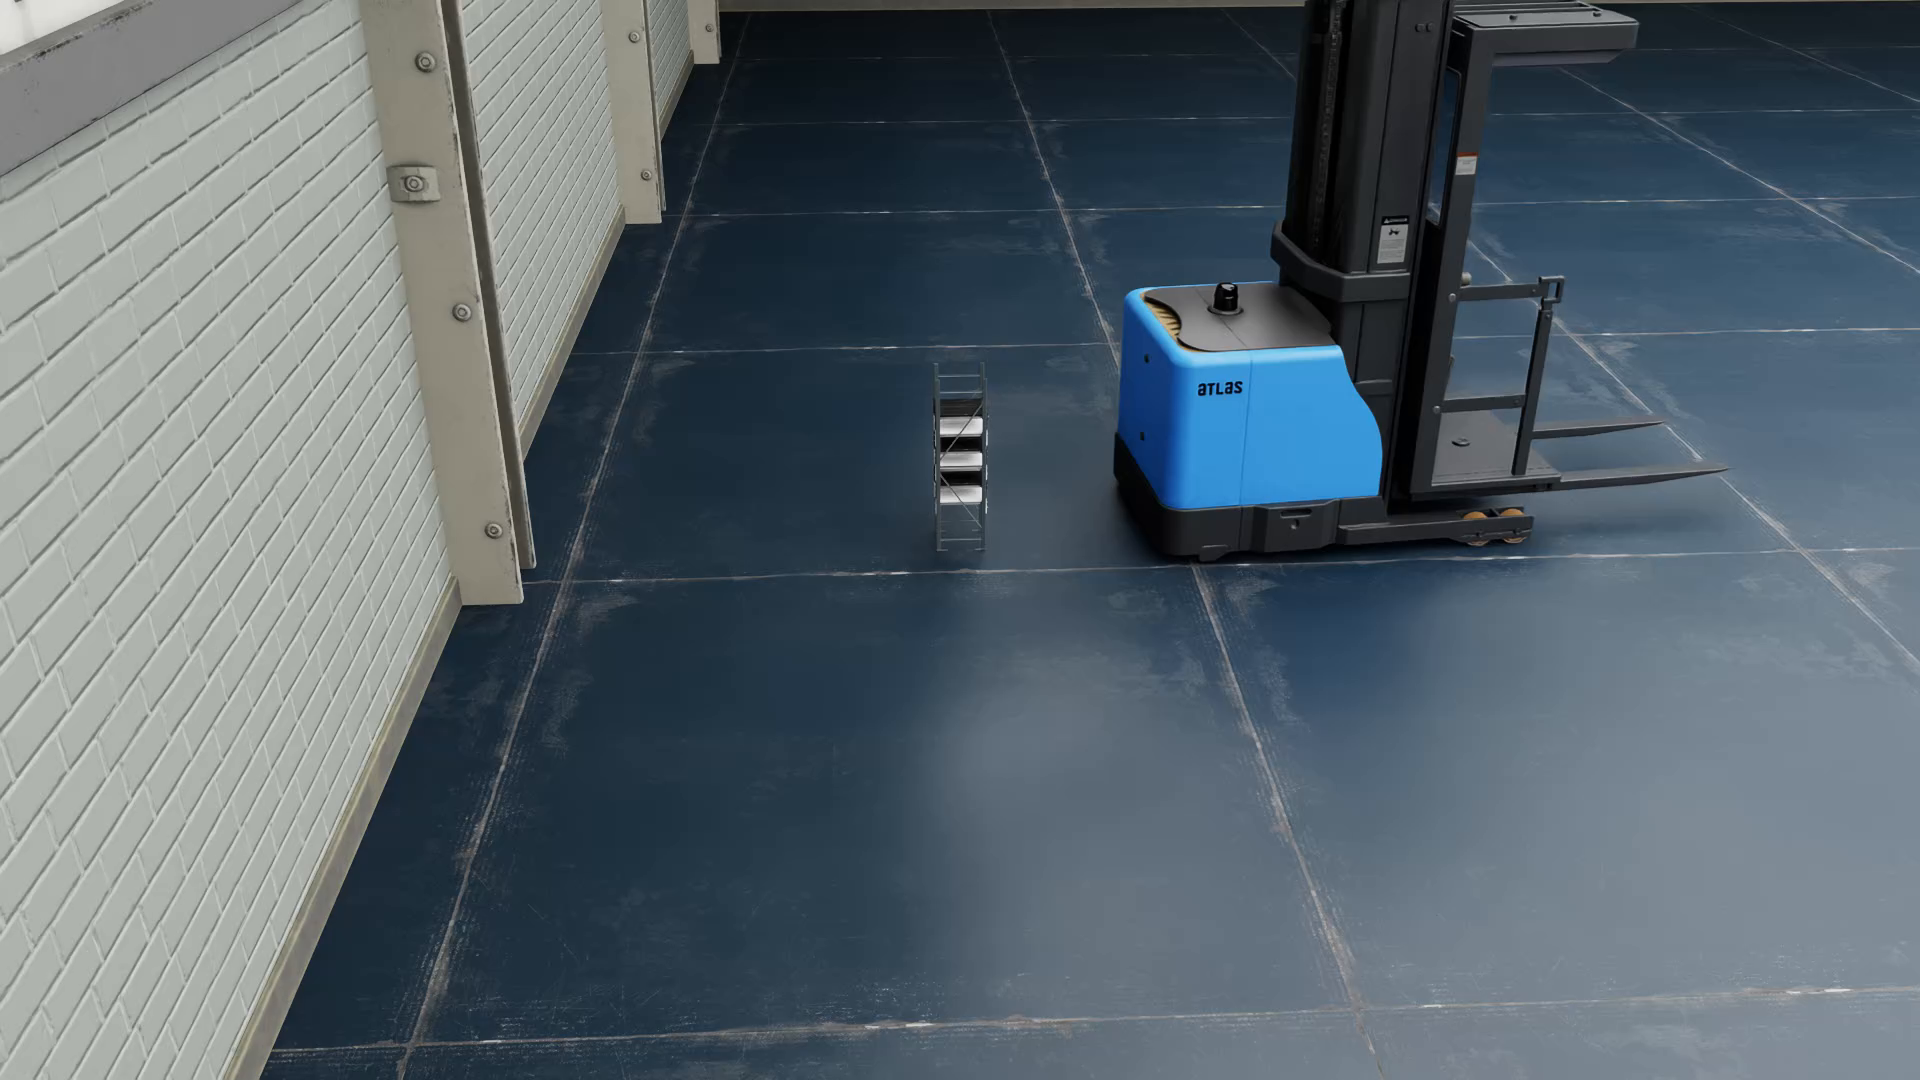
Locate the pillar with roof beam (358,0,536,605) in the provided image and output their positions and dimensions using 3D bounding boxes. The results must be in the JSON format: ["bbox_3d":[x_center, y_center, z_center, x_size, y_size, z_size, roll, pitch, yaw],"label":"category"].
[{"bbox_3d":[2.108,-3.888,5.974,9.100,9.000,0.400,-1,28,-3],"label":"pillar with roof beam"}]

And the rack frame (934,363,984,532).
[{"bbox_3d":[-0.005,-0.442,8.125,0.240,0.900,0.006,-1,28,-3],"label":"rack frame"}]

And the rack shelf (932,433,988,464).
[{"bbox_3d":[0.000,-0.445,8.009,0.258,0.077,0.200,-1,28,-3],"label":"rack shelf"}]

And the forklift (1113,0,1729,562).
[{"bbox_3d":[2.373,-1.505,7.967,3.031,2.935,1.130,-4,28,-8],"label":"forklift"}]

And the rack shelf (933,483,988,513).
[{"bbox_3d":[0.000,-0.206,8.133,0.258,0.077,0.200,-1,28,-3],"label":"rack shelf"}]

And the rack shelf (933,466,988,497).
[{"bbox_3d":[0.000,-0.286,8.092,0.258,0.077,0.200,-1,28,-3],"label":"rack shelf"}]

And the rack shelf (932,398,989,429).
[{"bbox_3d":[0.000,-0.605,7.925,0.258,0.077,0.200,-1,28,-3],"label":"rack shelf"}]

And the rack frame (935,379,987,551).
[{"bbox_3d":[0.006,-0.348,7.945,0.240,0.900,0.006,-1,28,-3],"label":"rack frame"}]

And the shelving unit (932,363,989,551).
[{"bbox_3d":[0.000,-0.395,8.035,0.258,0.900,0.210,-1,28,-3],"label":"shelving unit"}]

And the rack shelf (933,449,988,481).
[{"bbox_3d":[0.000,-0.366,8.050,0.258,0.077,0.200,-1,28,-3],"label":"rack shelf"}]

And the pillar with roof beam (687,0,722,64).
[{"bbox_3d":[1.482,-9.430,16.599,9.100,9.000,0.400,-1,28,-3],"label":"pillar with roof beam"}]

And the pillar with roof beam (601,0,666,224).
[{"bbox_3d":[1.795,-6.659,11.287,9.100,9.000,0.400,-1,28,-3],"label":"pillar with roof beam"}]

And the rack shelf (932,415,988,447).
[{"bbox_3d":[0.000,-0.525,7.967,0.258,0.077,0.200,-1,28,-3],"label":"rack shelf"}]
